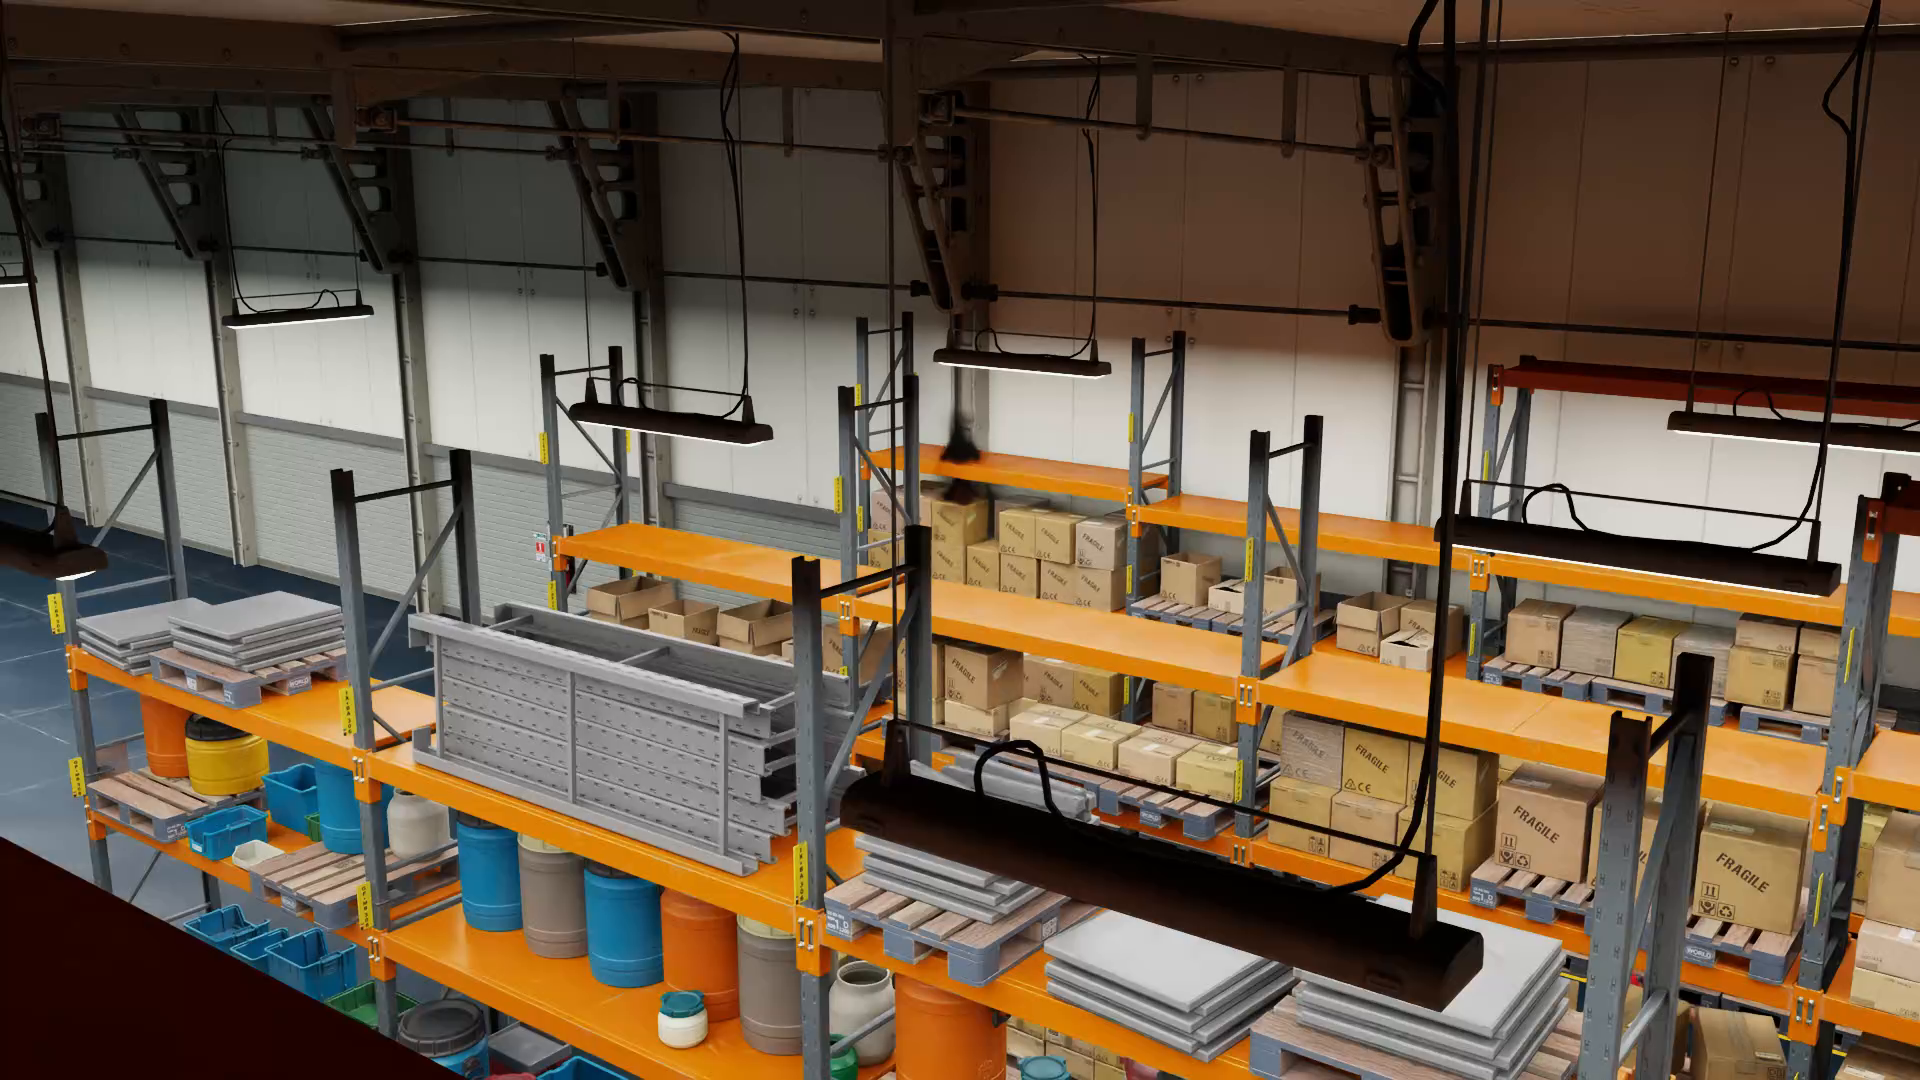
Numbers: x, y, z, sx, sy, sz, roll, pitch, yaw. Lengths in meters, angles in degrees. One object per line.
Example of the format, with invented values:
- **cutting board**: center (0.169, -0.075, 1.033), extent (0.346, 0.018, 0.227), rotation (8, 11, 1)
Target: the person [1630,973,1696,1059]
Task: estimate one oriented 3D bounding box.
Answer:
- **person**: center (5.573, 4.258, 13.347), extent (0.659, 1.540, 1.113), rotation (-9, 16, -35)
